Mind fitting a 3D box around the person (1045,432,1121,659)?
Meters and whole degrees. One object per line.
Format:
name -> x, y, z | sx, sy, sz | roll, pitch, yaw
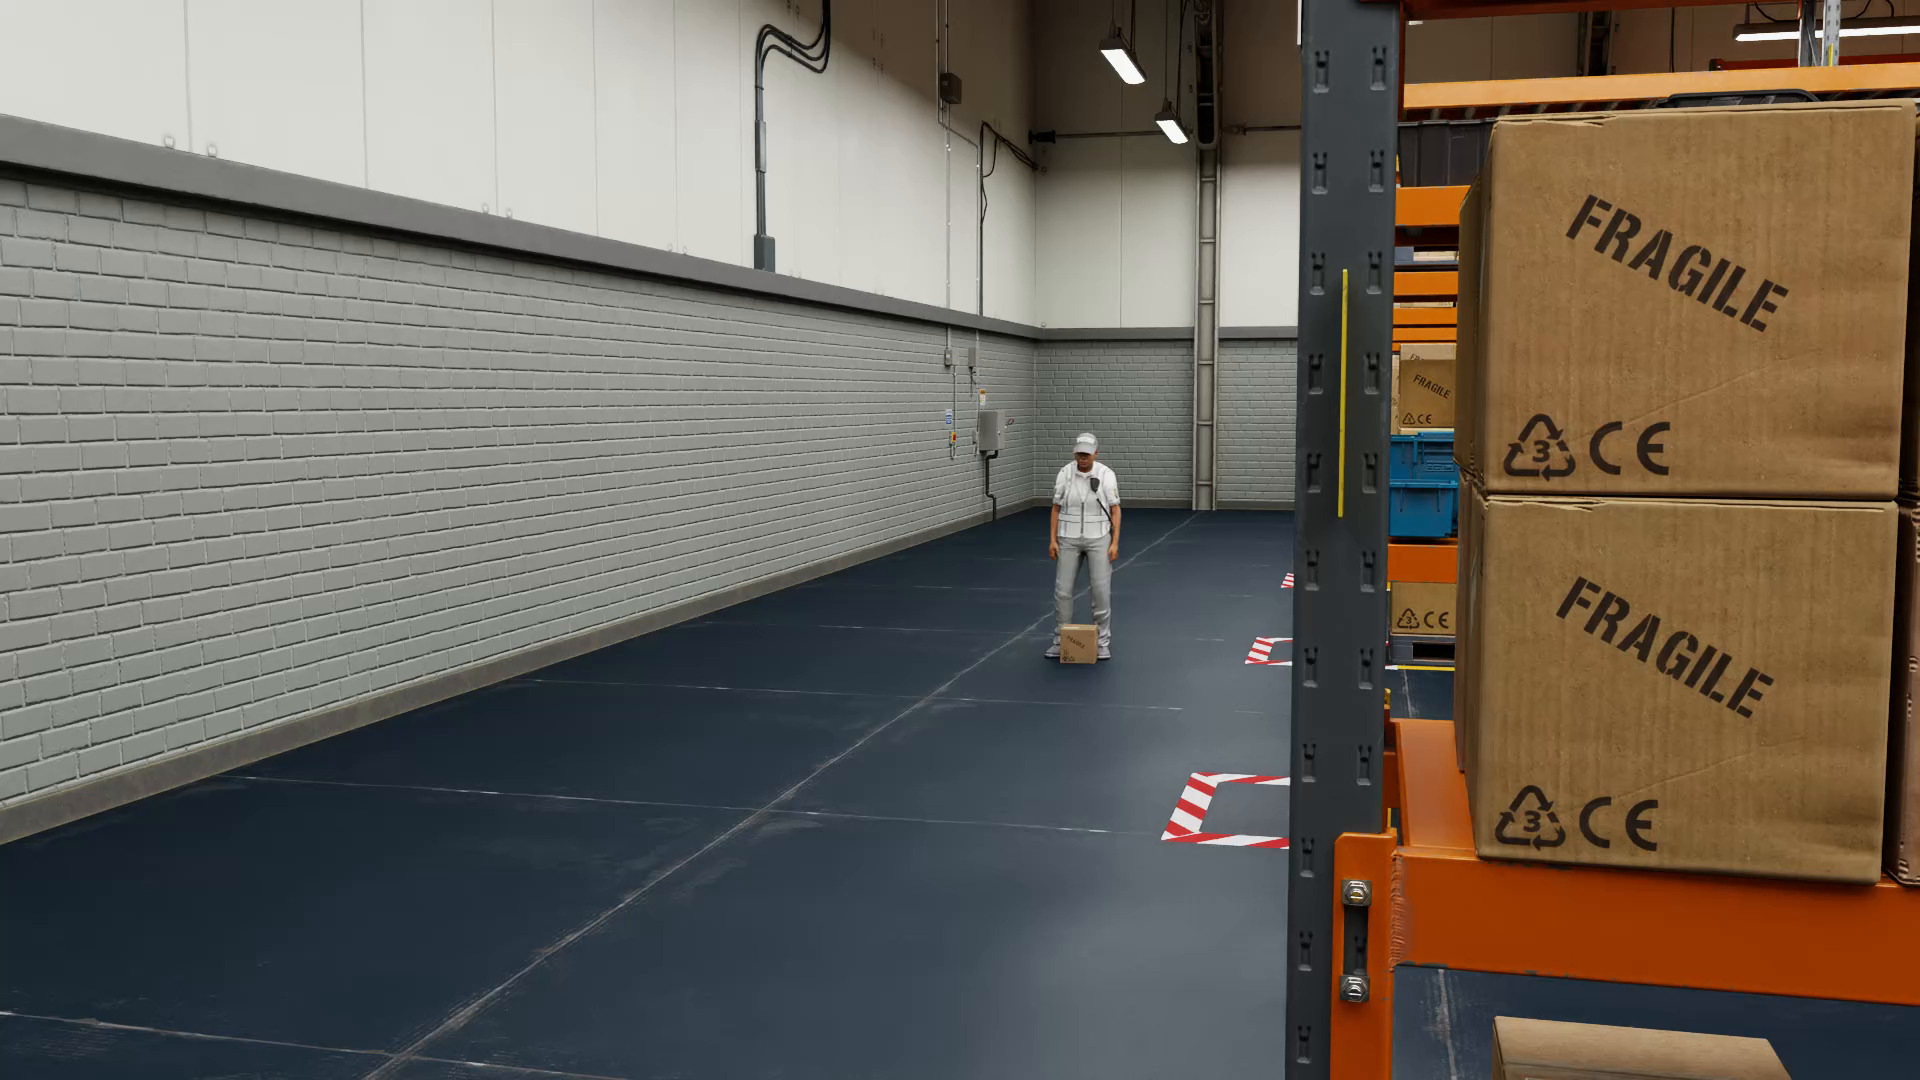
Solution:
person -> 0.914, 0.037, 12.315 | 0.539, 1.667, 0.466 | 1, 5, 14
